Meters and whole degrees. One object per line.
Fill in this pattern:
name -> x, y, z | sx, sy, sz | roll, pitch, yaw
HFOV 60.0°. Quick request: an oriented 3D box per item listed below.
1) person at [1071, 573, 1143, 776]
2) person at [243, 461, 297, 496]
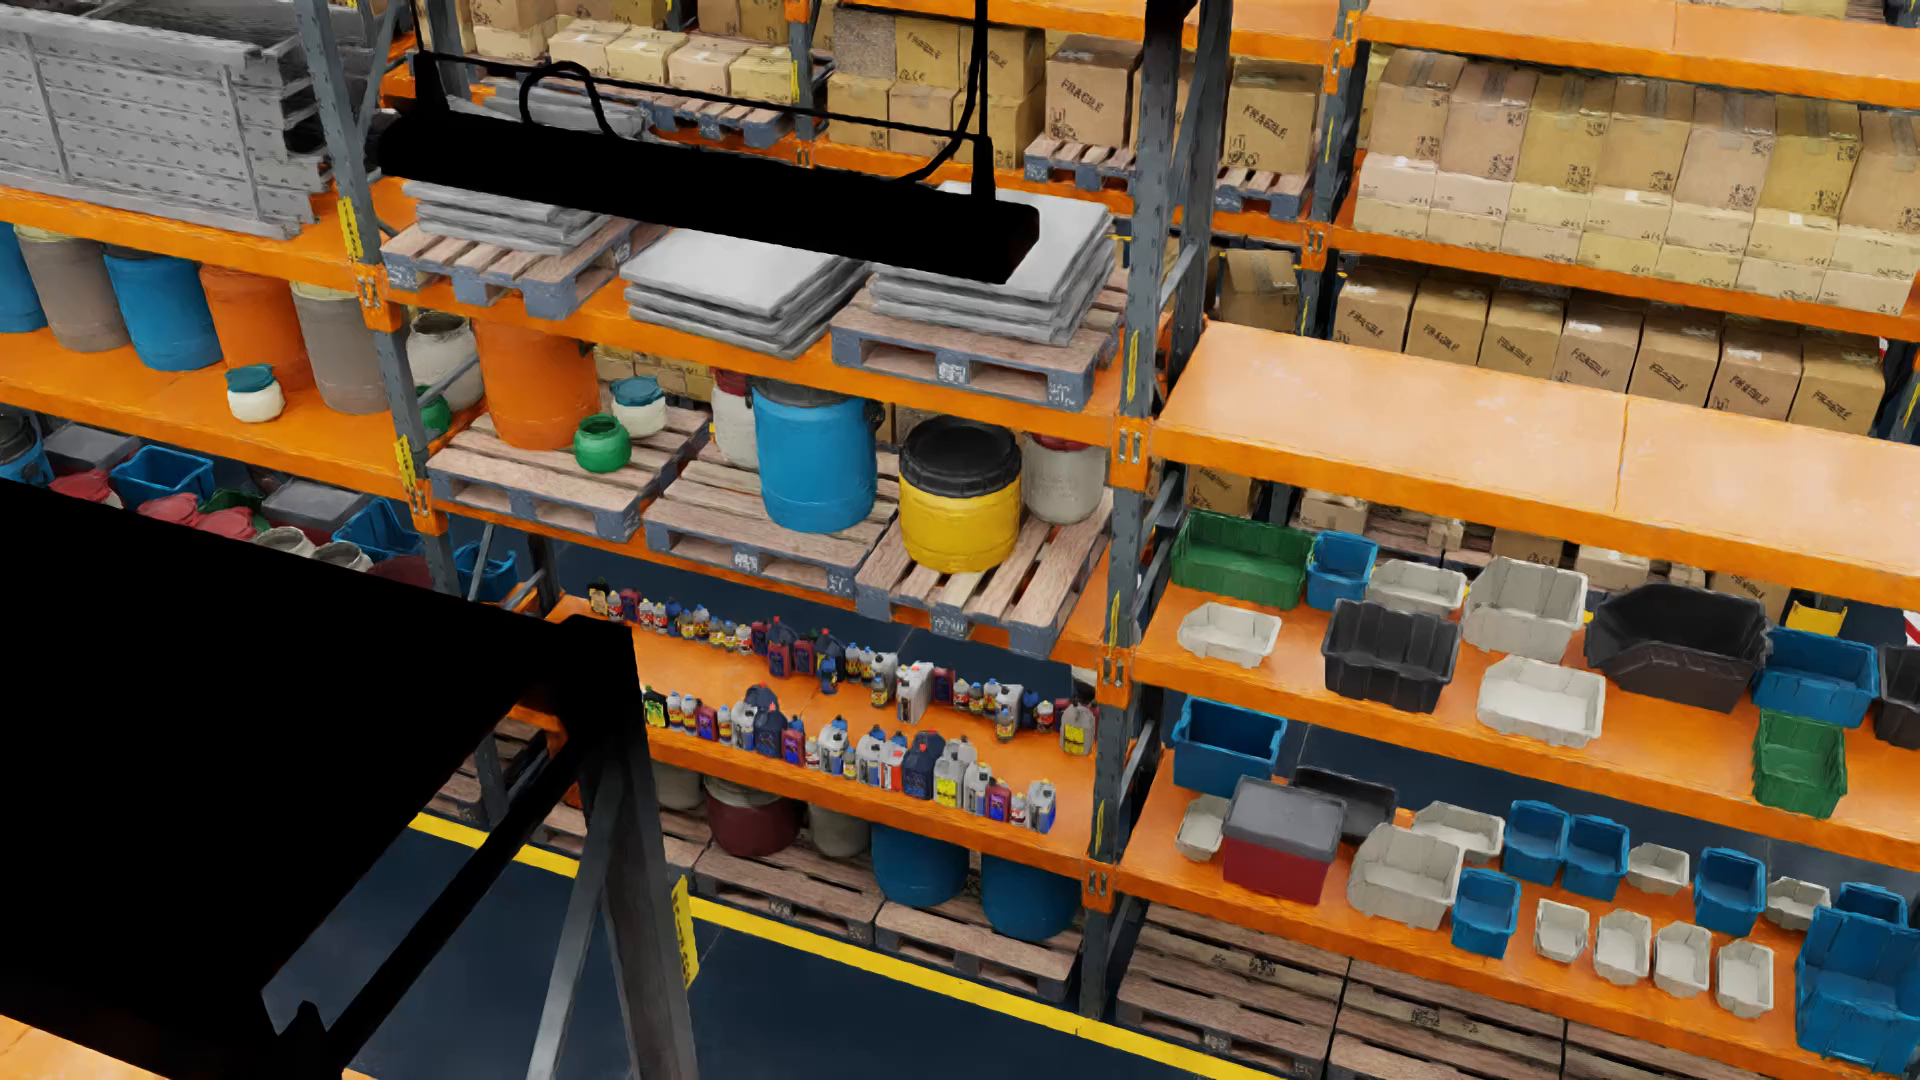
person -> 0.963, 0.854, 10.726 | 0.607, 1.771, 0.553 | 26, 44, 30
person -> -5.585, -0.913, 13.237 | 0.534, 1.671, 0.677 | 11, 38, 15
